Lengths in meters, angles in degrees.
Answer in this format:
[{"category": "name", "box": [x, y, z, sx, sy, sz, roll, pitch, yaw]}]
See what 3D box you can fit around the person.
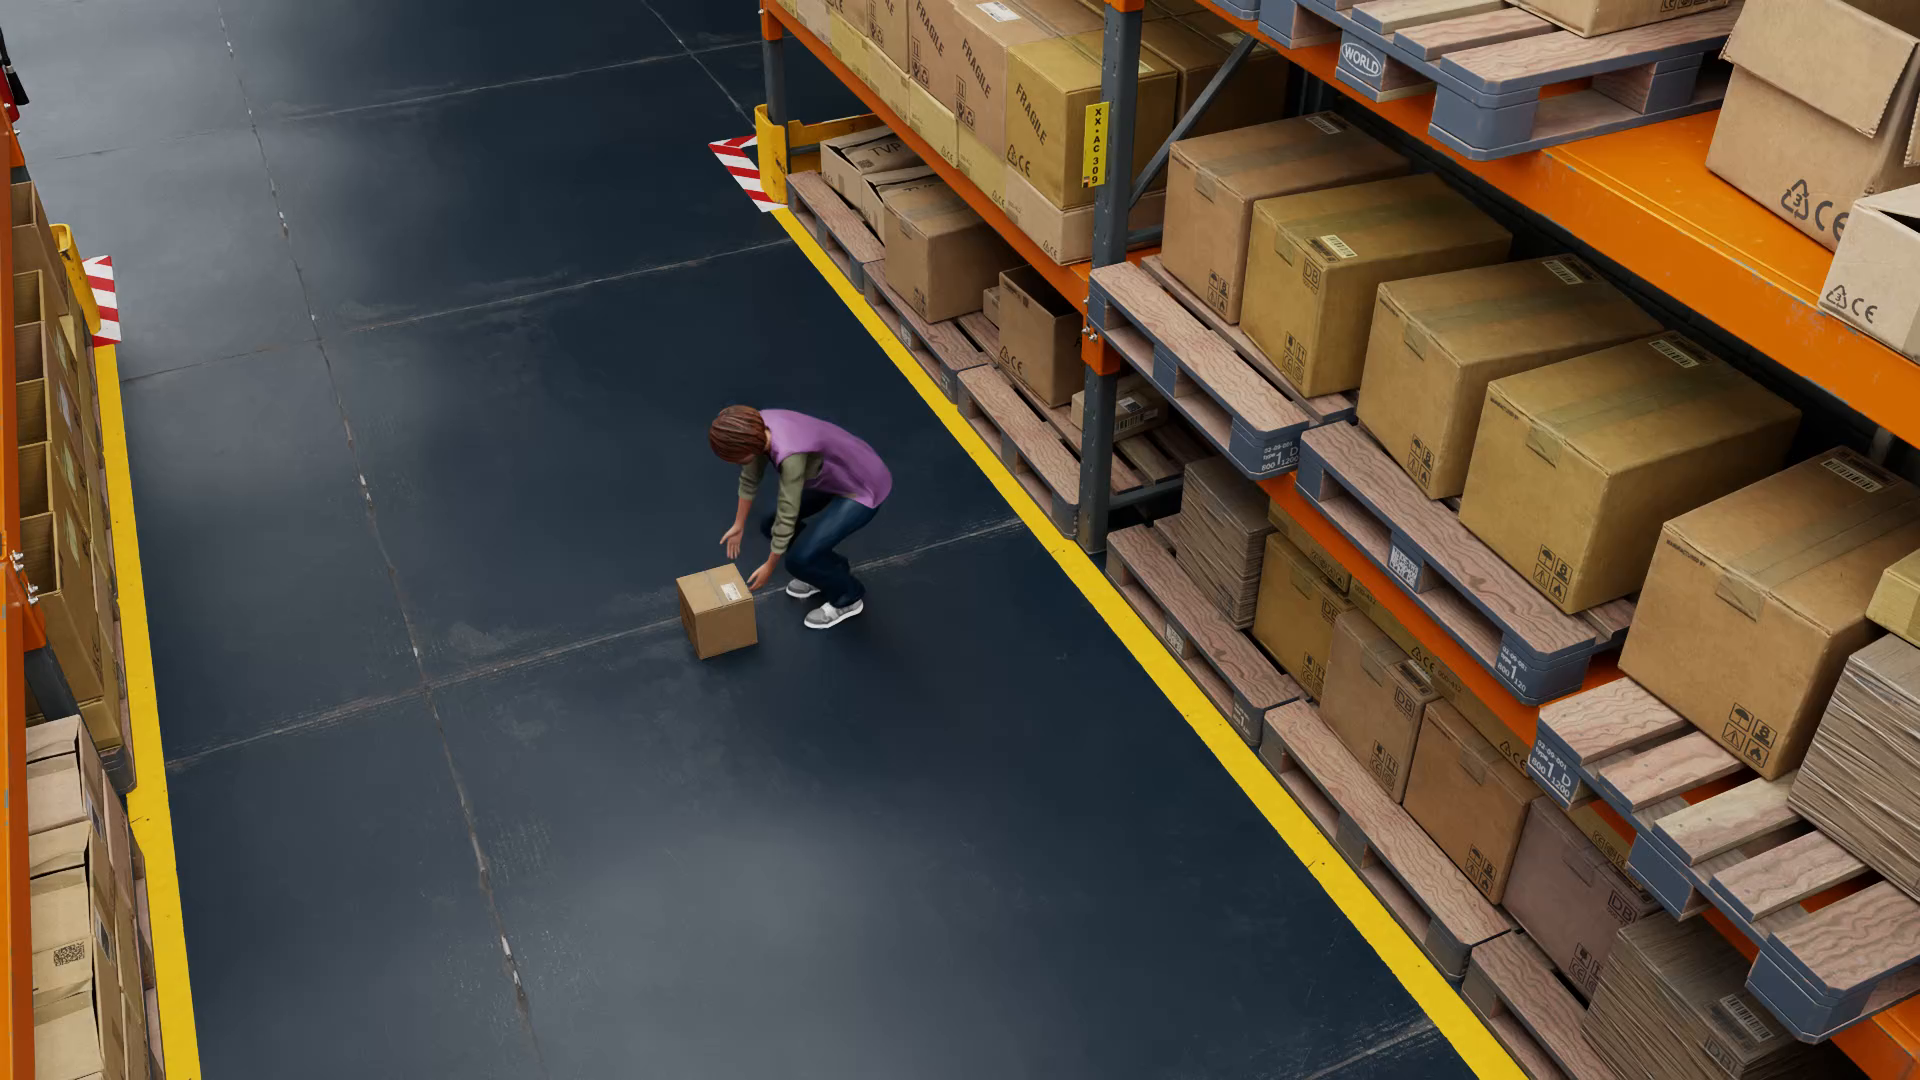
[{"category": "person", "box": [-0.623, -0.130, 6.735, 0.745, 1.102, 0.462, -16, 41, -20]}]
